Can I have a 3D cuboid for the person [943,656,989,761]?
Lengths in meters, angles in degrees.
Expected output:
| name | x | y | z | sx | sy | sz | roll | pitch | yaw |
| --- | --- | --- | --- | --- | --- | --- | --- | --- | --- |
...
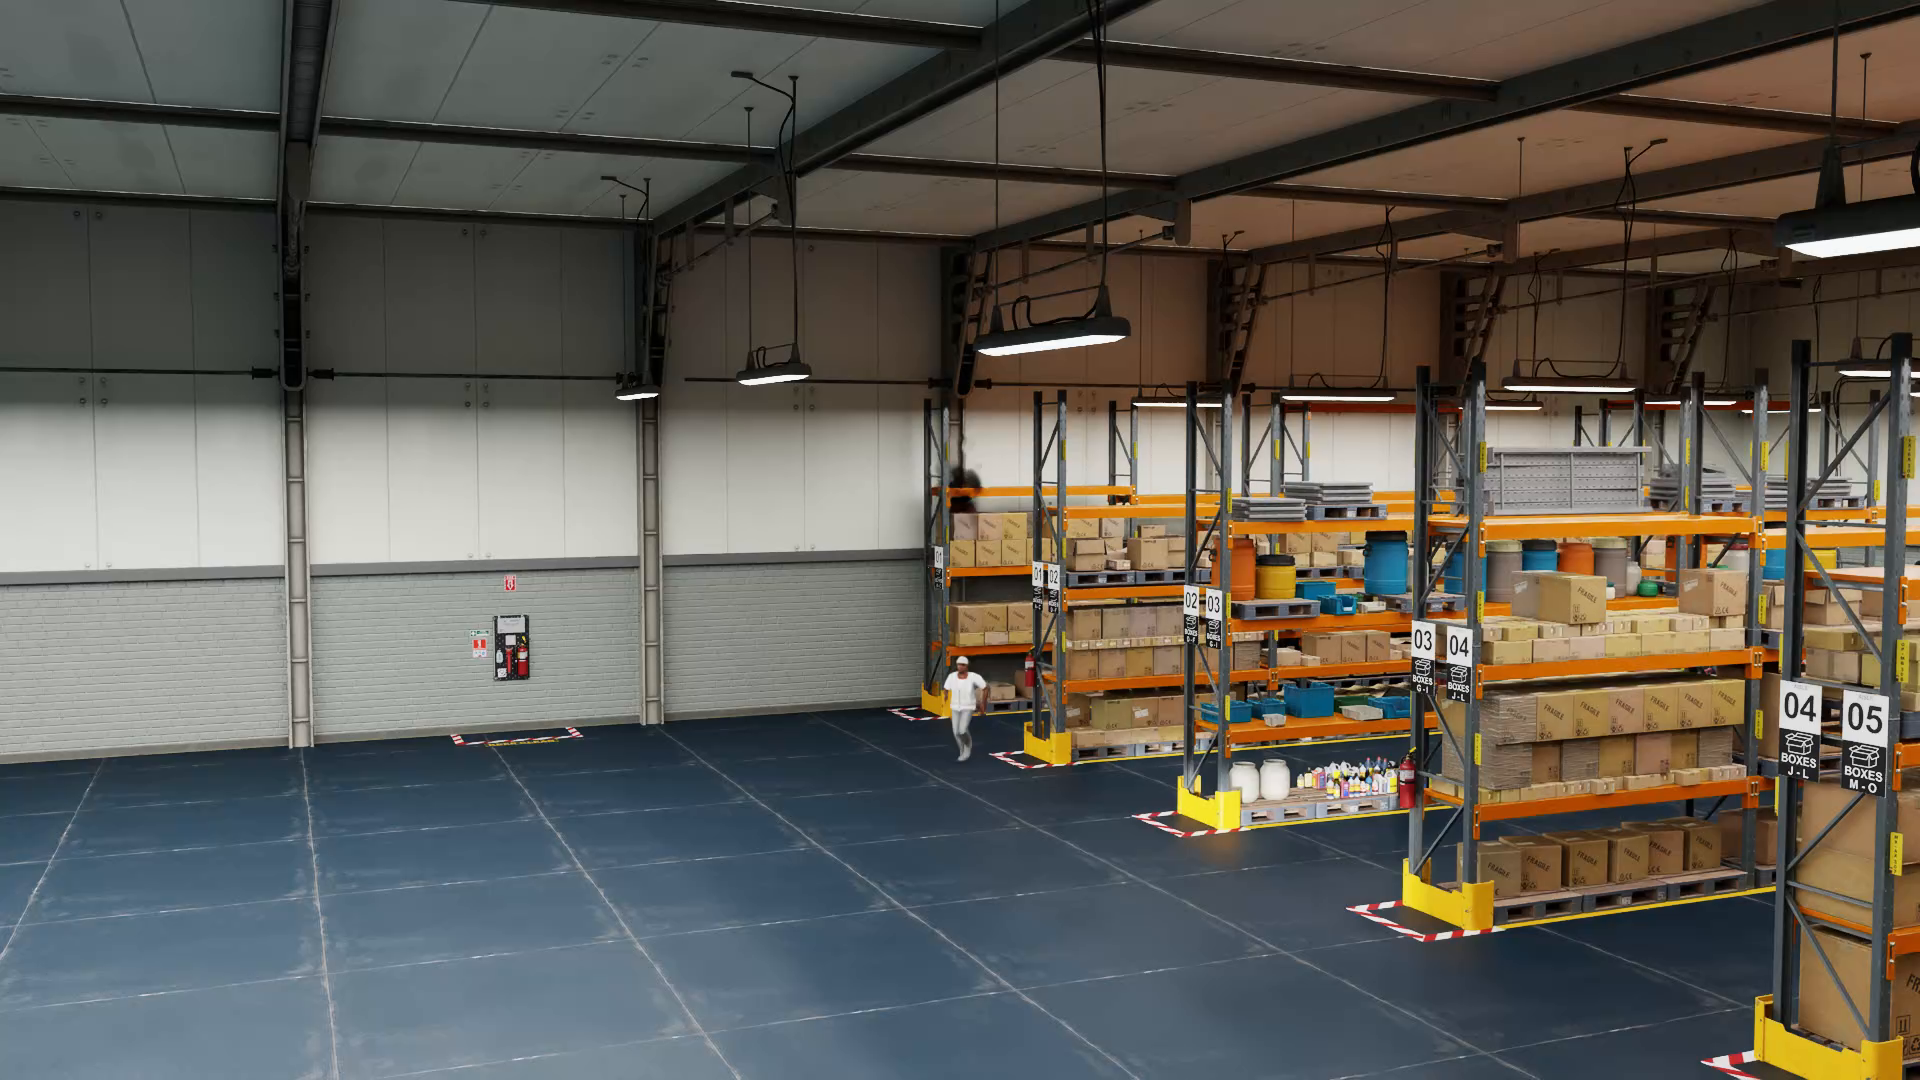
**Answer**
| name | x | y | z | sx | sy | sz | roll | pitch | yaw |
| --- | --- | --- | --- | --- | --- | --- | --- | --- | --- |
| person | 0.041 | 2.727 | 26.814 | 0.705 | 1.718 | 0.658 | 1 | 4 | 22 |
